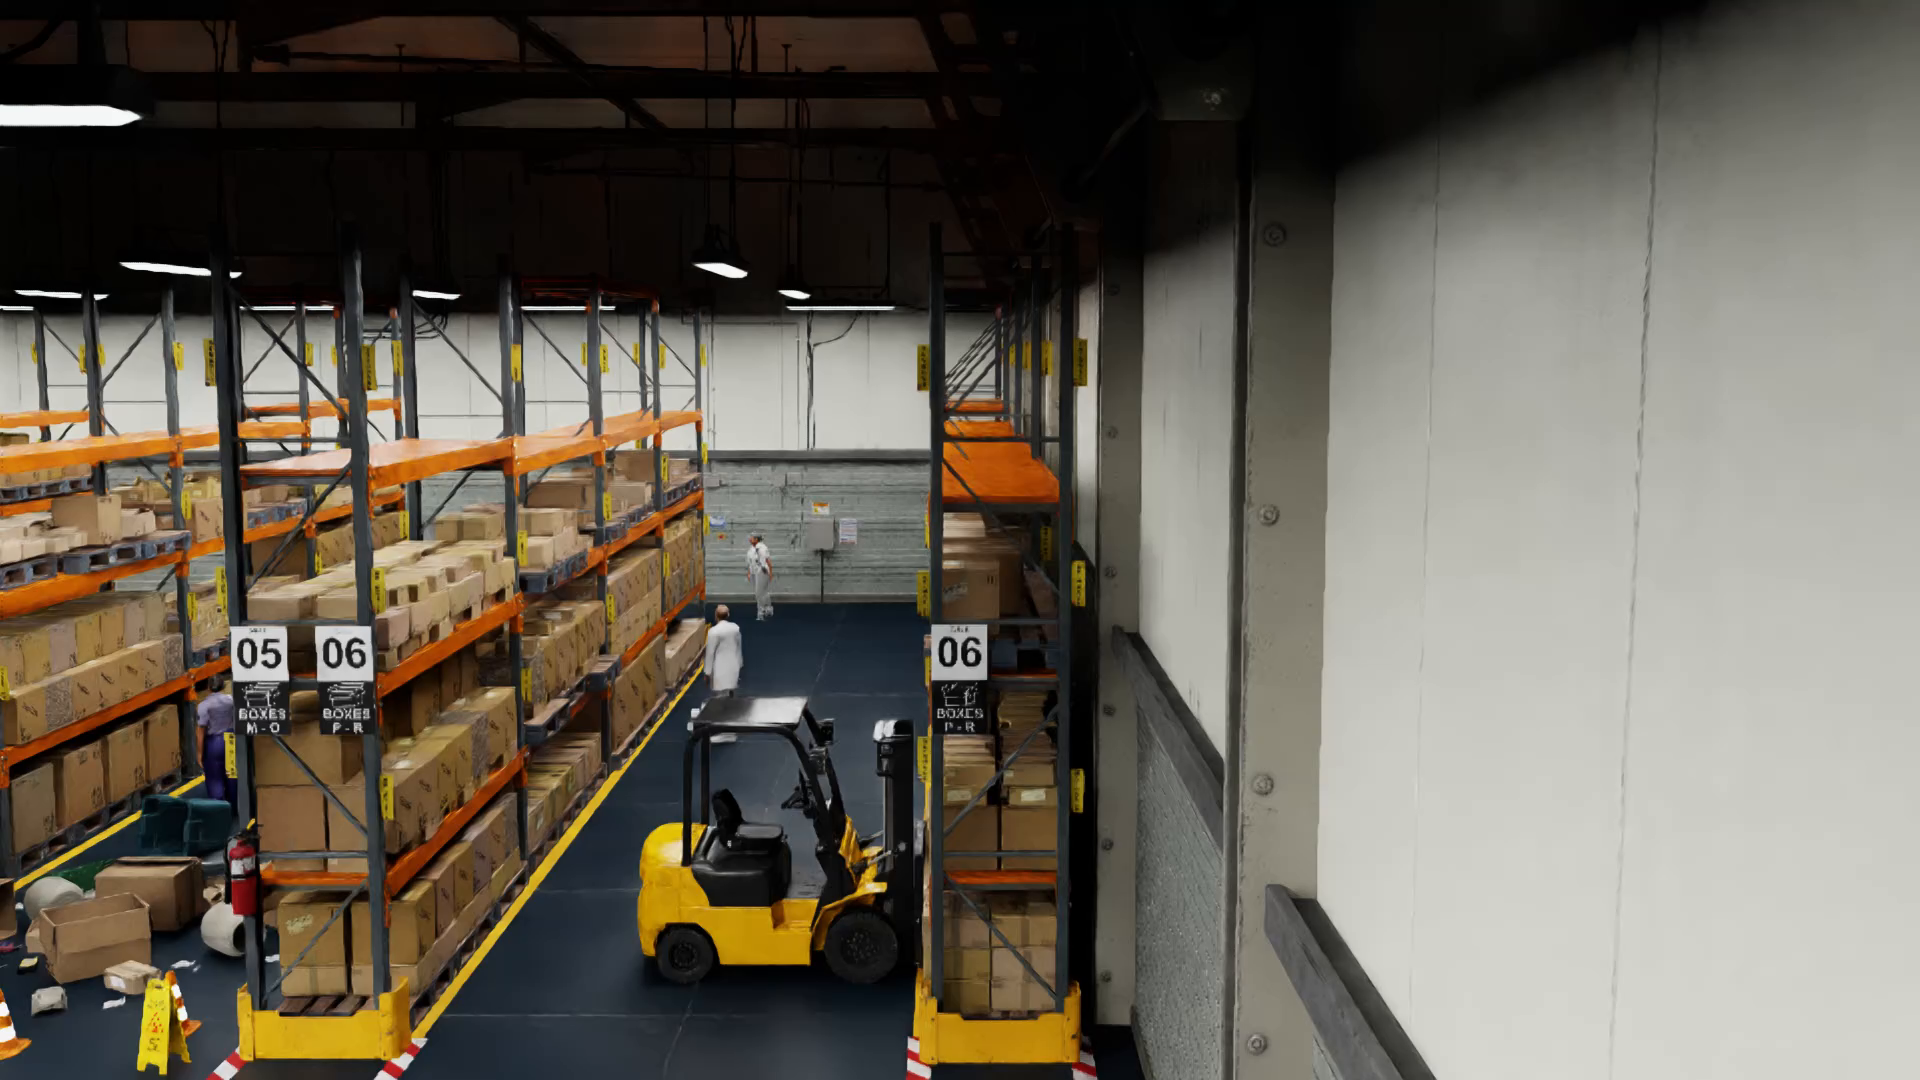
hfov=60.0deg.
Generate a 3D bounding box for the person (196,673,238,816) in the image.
[{"bbox_3d":[-8.031,2.253,17.953,0.463,1.652,0.523,4,8,31],"label":"person"}]

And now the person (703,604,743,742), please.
[{"bbox_3d":[-3.141,1.718,21.870,0.636,1.775,0.677,4,8,31],"label":"person"}]

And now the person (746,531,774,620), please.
[{"bbox_3d":[-3.787,0.665,31.709,0.525,1.683,0.595,-5,8,-36],"label":"person"}]
